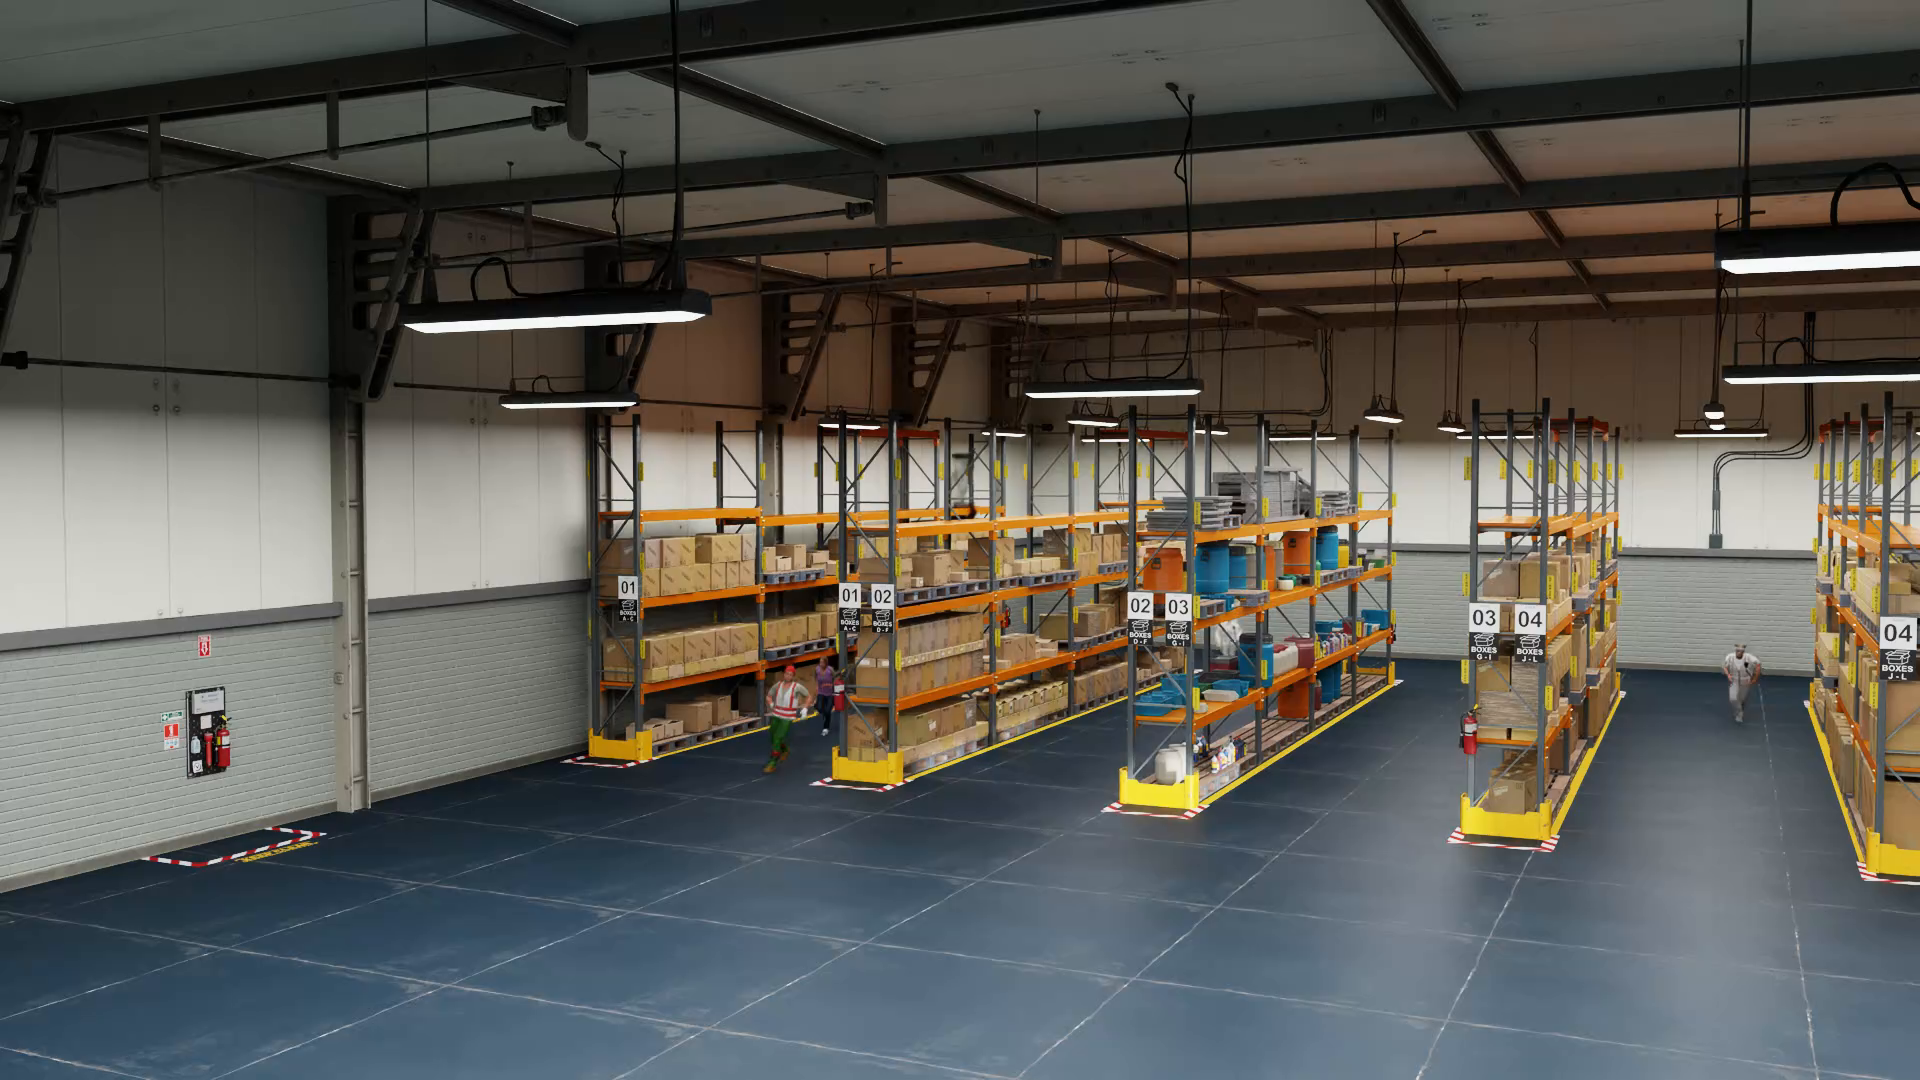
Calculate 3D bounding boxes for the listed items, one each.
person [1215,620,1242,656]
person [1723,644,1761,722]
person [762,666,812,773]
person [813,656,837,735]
[{"bbox_3d":[6.427,2.544,39.756,0.650,1.709,0.826,0,2,8],"label":"person"},{"bbox_3d":[15.661,2.850,33.302,0.685,1.608,0.874,1,3,29],"label":"person"},{"bbox_3d":[-2.929,2.983,27.866,0.726,1.741,0.881,1,3,25],"label":"person"},{"bbox_3d":[-2.576,2.953,31.551,0.526,1.528,0.638,0,2,9],"label":"person"}]
